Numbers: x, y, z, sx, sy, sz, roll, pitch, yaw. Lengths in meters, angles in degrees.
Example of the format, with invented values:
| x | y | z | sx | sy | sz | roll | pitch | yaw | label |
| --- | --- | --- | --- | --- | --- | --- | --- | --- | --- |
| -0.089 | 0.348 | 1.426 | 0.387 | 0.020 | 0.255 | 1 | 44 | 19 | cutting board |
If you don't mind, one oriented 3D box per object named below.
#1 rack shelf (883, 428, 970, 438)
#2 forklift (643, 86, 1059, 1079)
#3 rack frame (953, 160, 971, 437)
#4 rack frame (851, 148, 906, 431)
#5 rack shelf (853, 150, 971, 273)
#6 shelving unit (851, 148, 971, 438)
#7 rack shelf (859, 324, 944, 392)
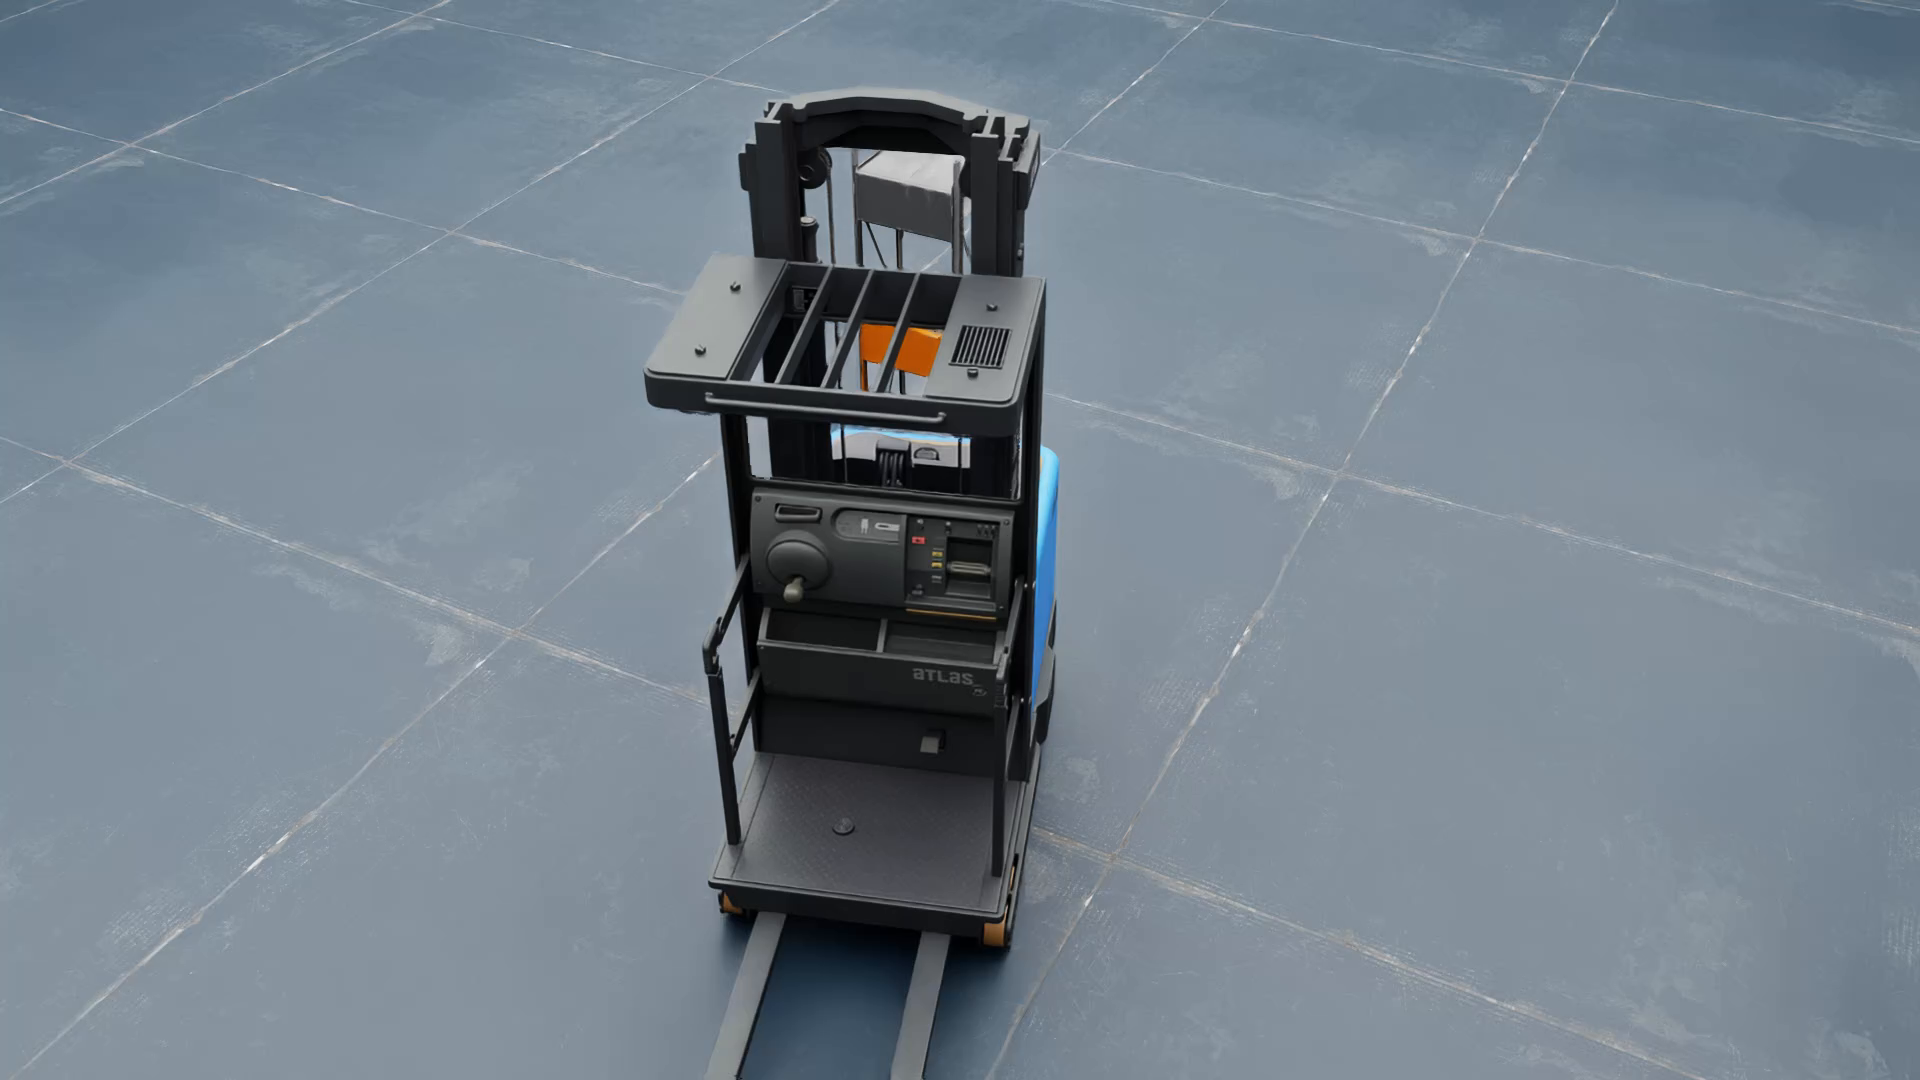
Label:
| x | y | z | sx | sy | sz | roll | pitch | yaw | label |
| --- | --- | --- | --- | --- | --- | --- | --- | --- | --- |
| -0.147 | -0.314 | 8.107 | 0.480 | 0.518 | 0.431 | 17 | 41 | 21 | rack shelf |
| -0.310 | 0.122 | 5.665 | 1.130 | 2.935 | 3.031 | 6 | 38 | 7 | forklift |
| 0.070 | -0.815 | 7.586 | 0.015 | 2.100 | 0.400 | 17 | 41 | 21 | rack frame |
| -0.364 | -0.950 | 7.765 | 0.015 | 2.100 | 0.400 | 17 | 41 | 21 | rack frame |
| -0.147 | -1.429 | 7.261 | 0.480 | 0.518 | 0.431 | 17 | 41 | 21 | rack shelf |
| -0.147 | -0.882 | 7.676 | 0.503 | 2.100 | 0.431 | 17 | 41 | 21 | shelving unit |
| -0.147 | -0.872 | 7.684 | 0.480 | 0.518 | 0.431 | 17 | 41 | 21 | rack shelf |
